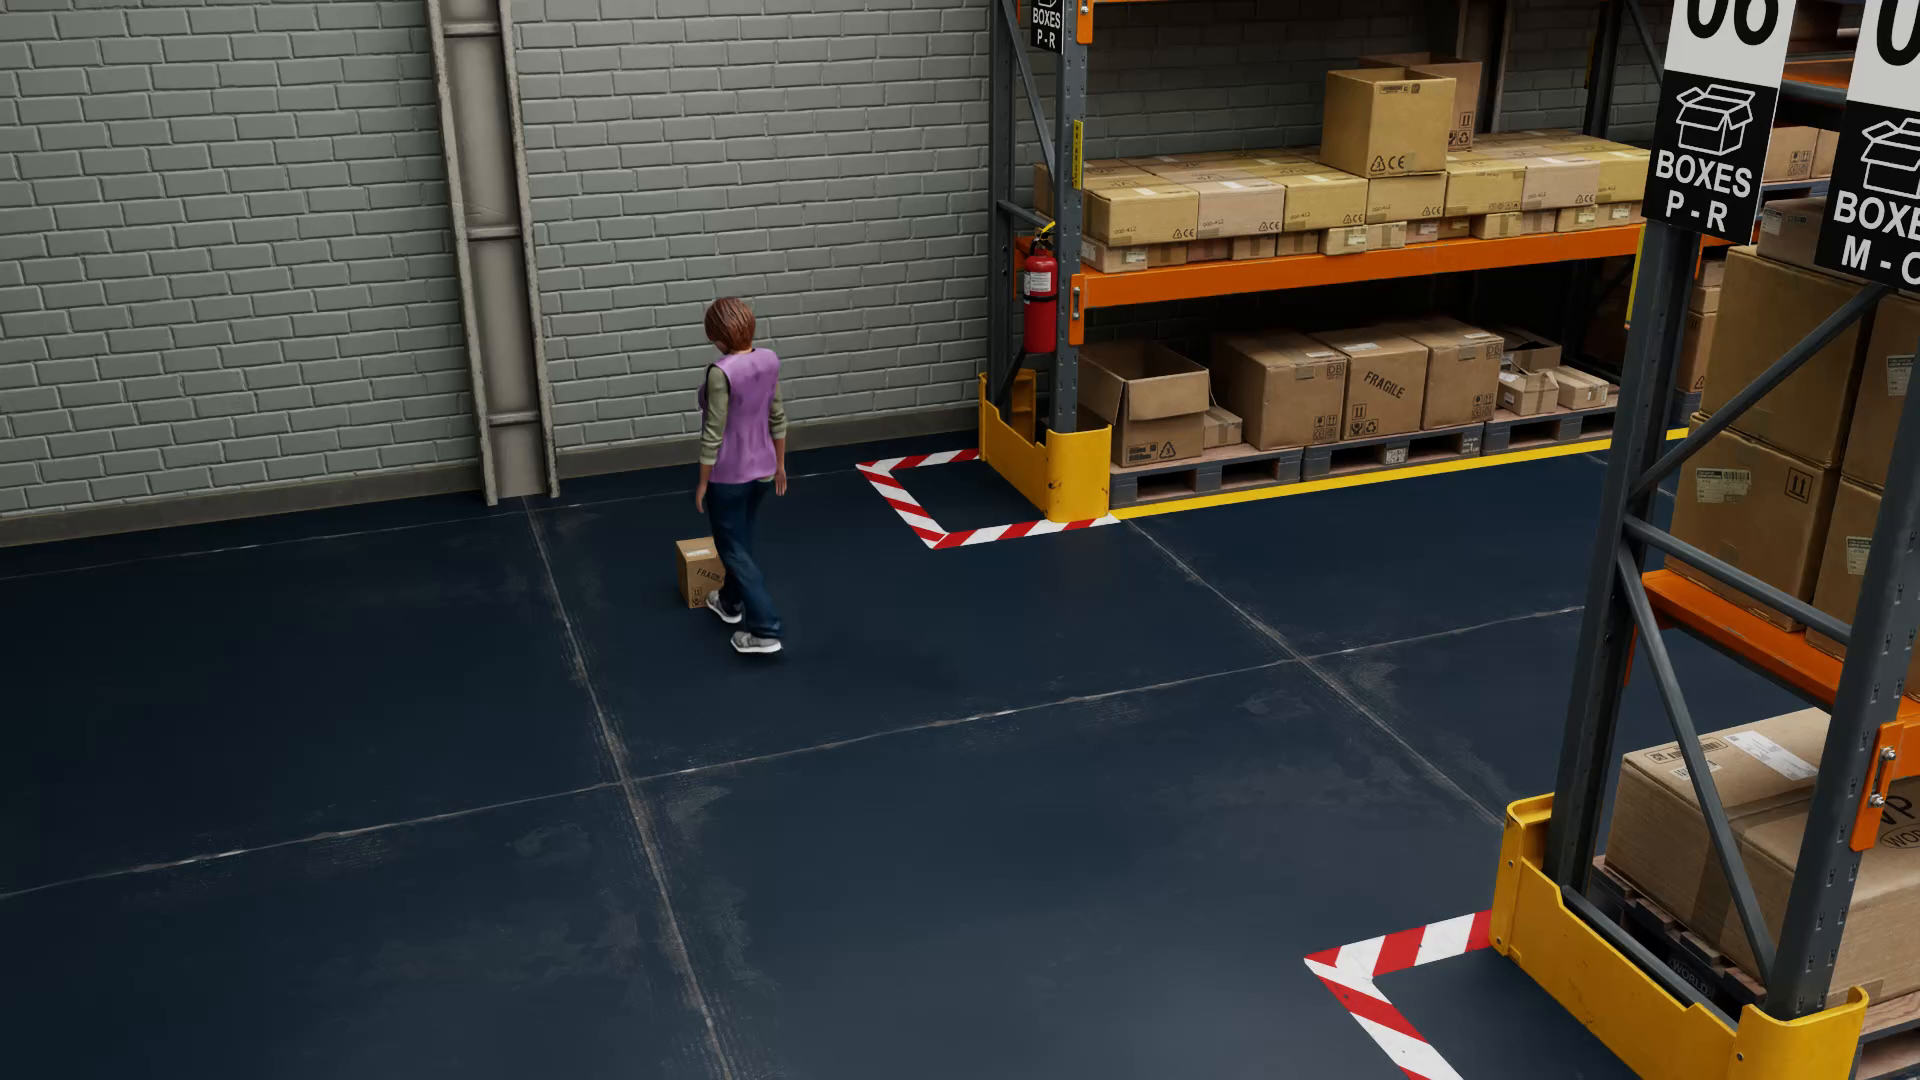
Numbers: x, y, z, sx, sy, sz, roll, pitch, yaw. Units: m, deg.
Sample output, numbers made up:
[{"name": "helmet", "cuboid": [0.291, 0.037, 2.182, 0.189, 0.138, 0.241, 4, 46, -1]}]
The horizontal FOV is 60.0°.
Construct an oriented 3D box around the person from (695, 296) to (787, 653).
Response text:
[{"name": "person", "cuboid": [-1.003, -0.290, 7.279, 0.694, 1.549, 0.448, 19, 29, 37]}]
